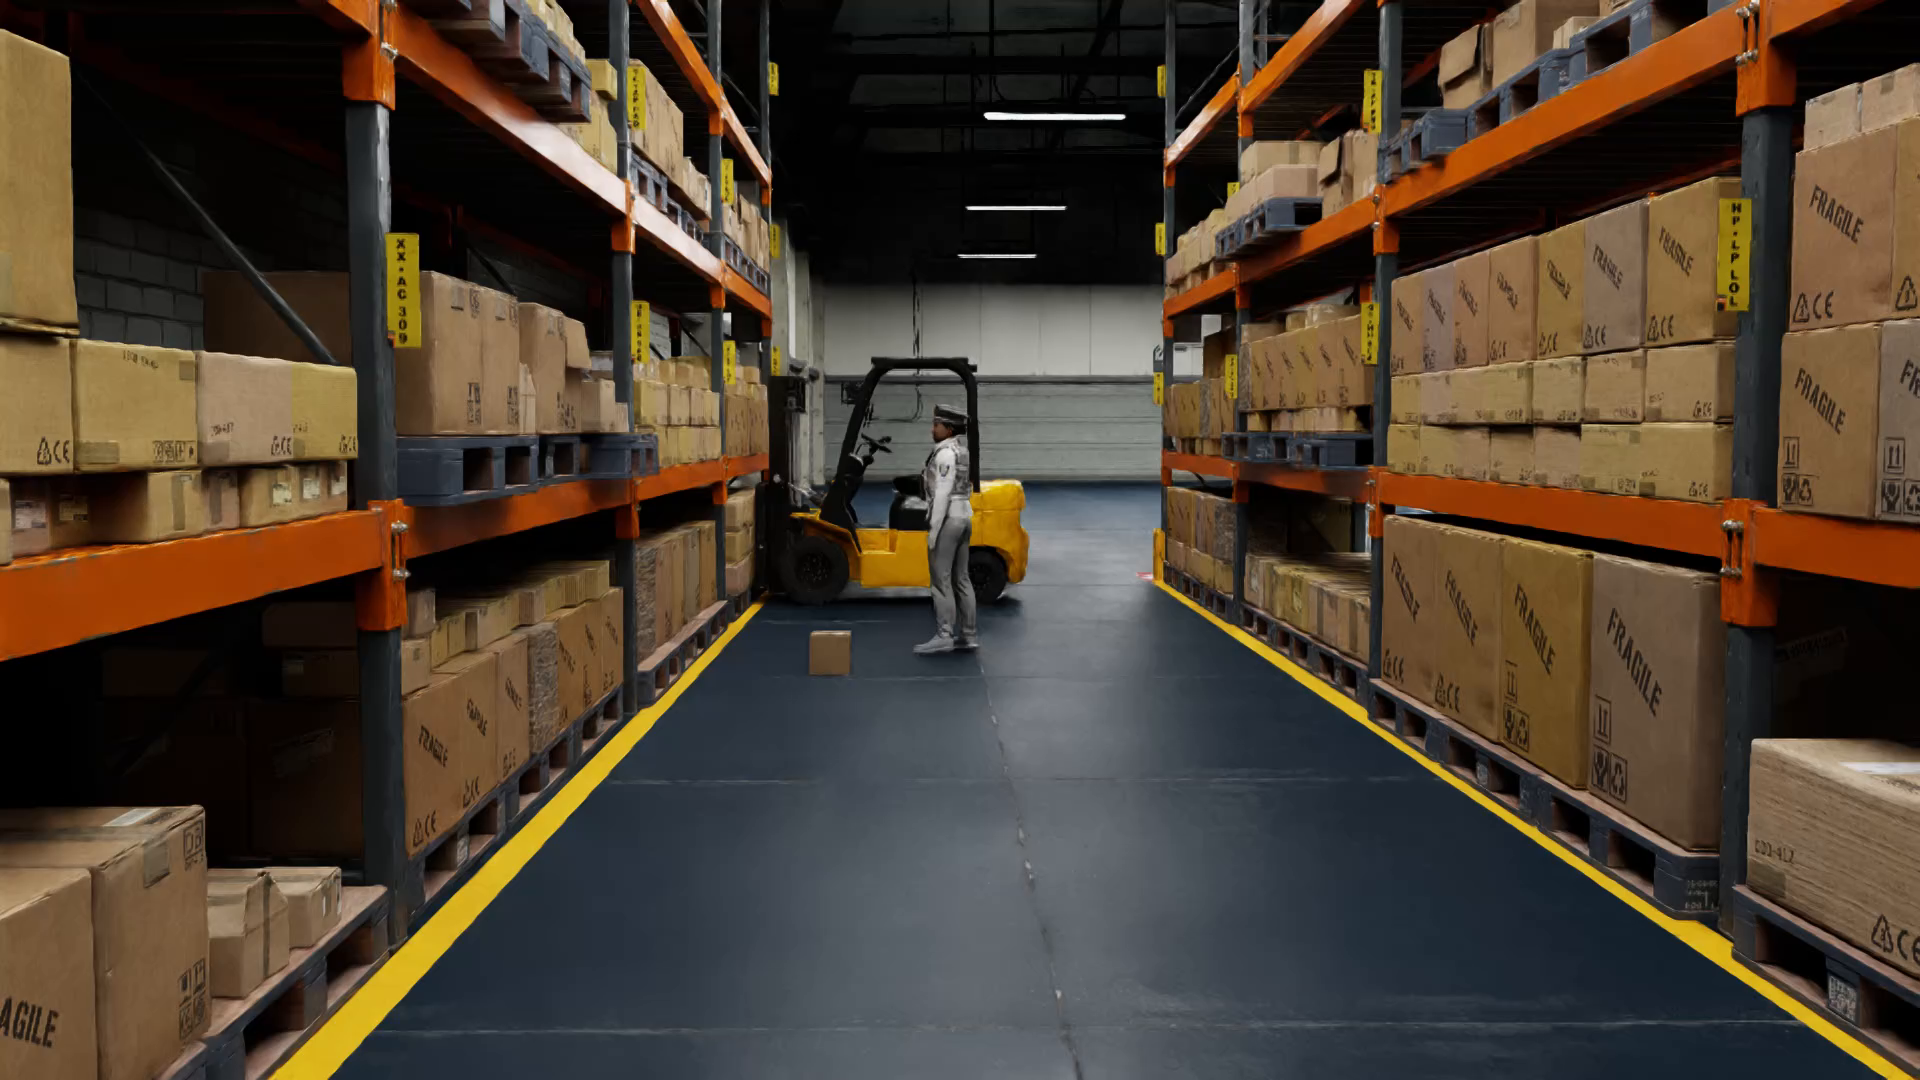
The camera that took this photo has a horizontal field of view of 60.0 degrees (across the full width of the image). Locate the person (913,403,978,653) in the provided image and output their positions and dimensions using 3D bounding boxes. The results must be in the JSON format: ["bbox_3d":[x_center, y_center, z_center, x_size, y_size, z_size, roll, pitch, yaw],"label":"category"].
[{"bbox_3d":[-0.085,-0.084,11.325,0.355,1.691,0.561,1,4,20],"label":"person"}]
